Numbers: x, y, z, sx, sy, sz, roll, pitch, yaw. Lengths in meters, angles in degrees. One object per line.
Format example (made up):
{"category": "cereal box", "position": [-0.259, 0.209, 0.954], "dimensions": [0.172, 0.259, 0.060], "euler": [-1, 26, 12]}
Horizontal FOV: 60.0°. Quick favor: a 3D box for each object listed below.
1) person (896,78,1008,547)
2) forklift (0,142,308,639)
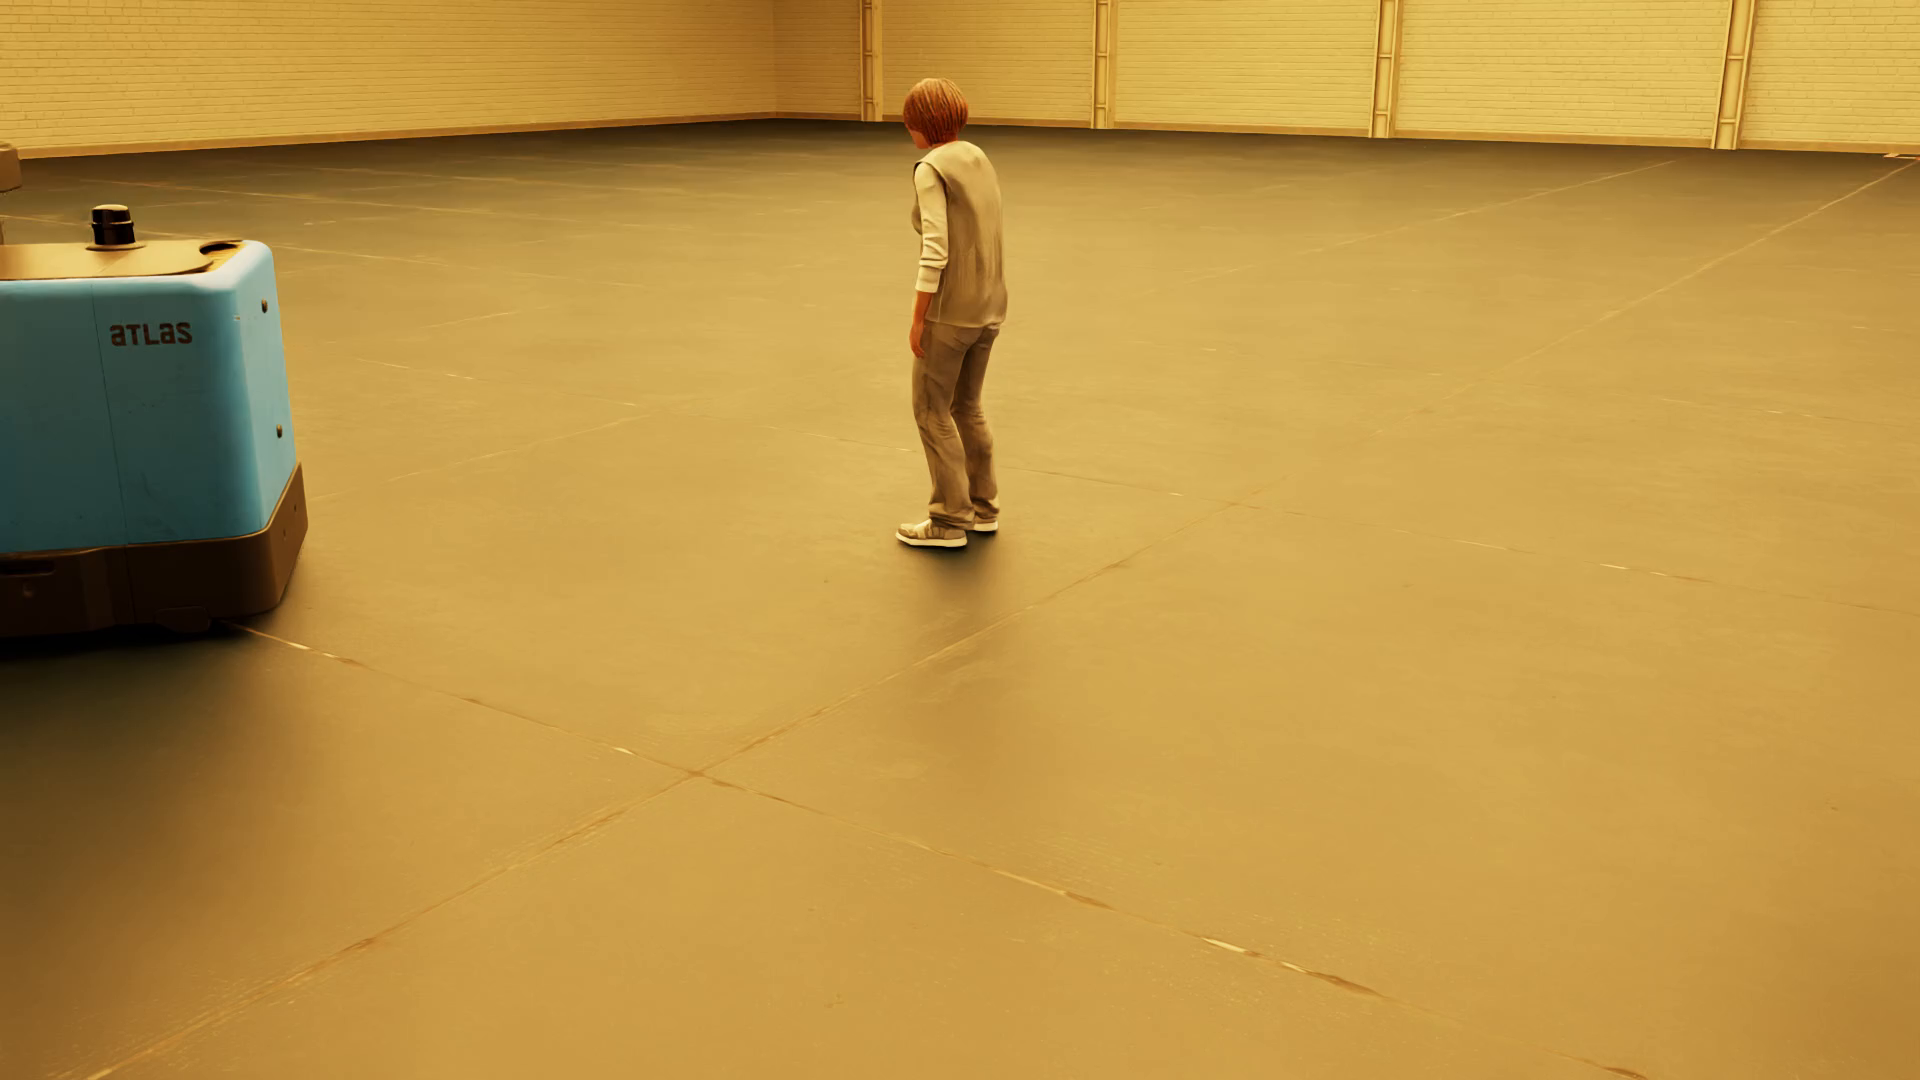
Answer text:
{"category": "person", "position": [-0.021, -0.764, 5.727], "dimensions": [0.344, 1.592, 0.467], "euler": [10, 20, 31]}
{"category": "forklift", "position": [-3.645, -1.150, 4.678], "dimensions": [3.031, 2.935, 1.130], "euler": [-4, 17, -14]}
